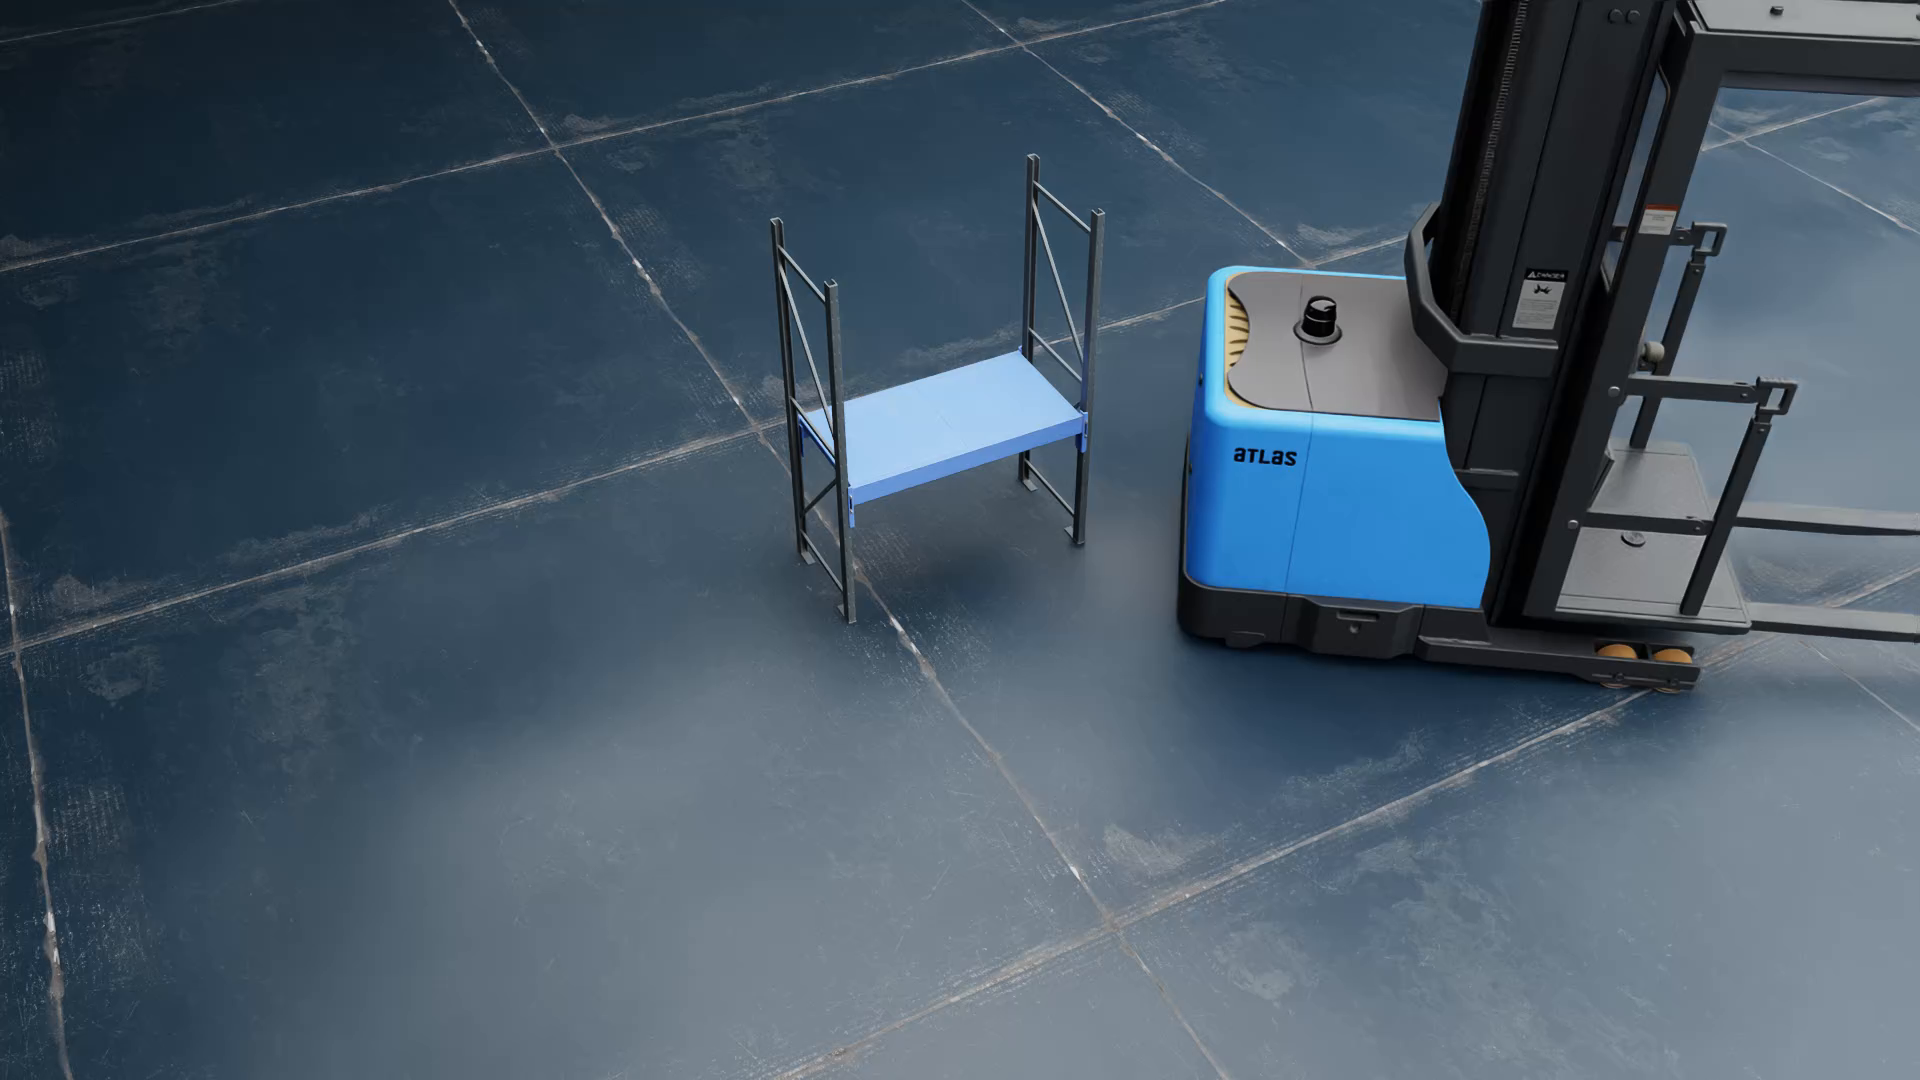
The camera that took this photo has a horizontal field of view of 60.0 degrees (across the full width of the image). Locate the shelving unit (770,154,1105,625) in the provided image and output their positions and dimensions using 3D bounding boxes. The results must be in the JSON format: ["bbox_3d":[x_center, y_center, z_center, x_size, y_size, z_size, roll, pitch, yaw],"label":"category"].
[{"bbox_3d":[-0.076,-0.547,6.235,1.048,1.500,0.538,-19,44,-21],"label":"shelving unit"}]

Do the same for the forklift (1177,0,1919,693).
[{"bbox_3d":[2.378,-0.925,5.574,3.031,2.935,1.130,5,40,5],"label":"forklift"}]

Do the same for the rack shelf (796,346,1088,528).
[{"bbox_3d":[-0.076,-0.410,6.352,1.000,0.185,0.538,-19,44,-21],"label":"rack shelf"}]

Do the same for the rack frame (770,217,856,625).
[{"bbox_3d":[-0.527,-0.395,6.056,0.032,1.500,0.500,-19,44,-21],"label":"rack frame"}]

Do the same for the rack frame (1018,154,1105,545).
[{"bbox_3d":[0.375,-0.699,6.415,0.032,1.500,0.500,-19,44,-21],"label":"rack frame"}]
